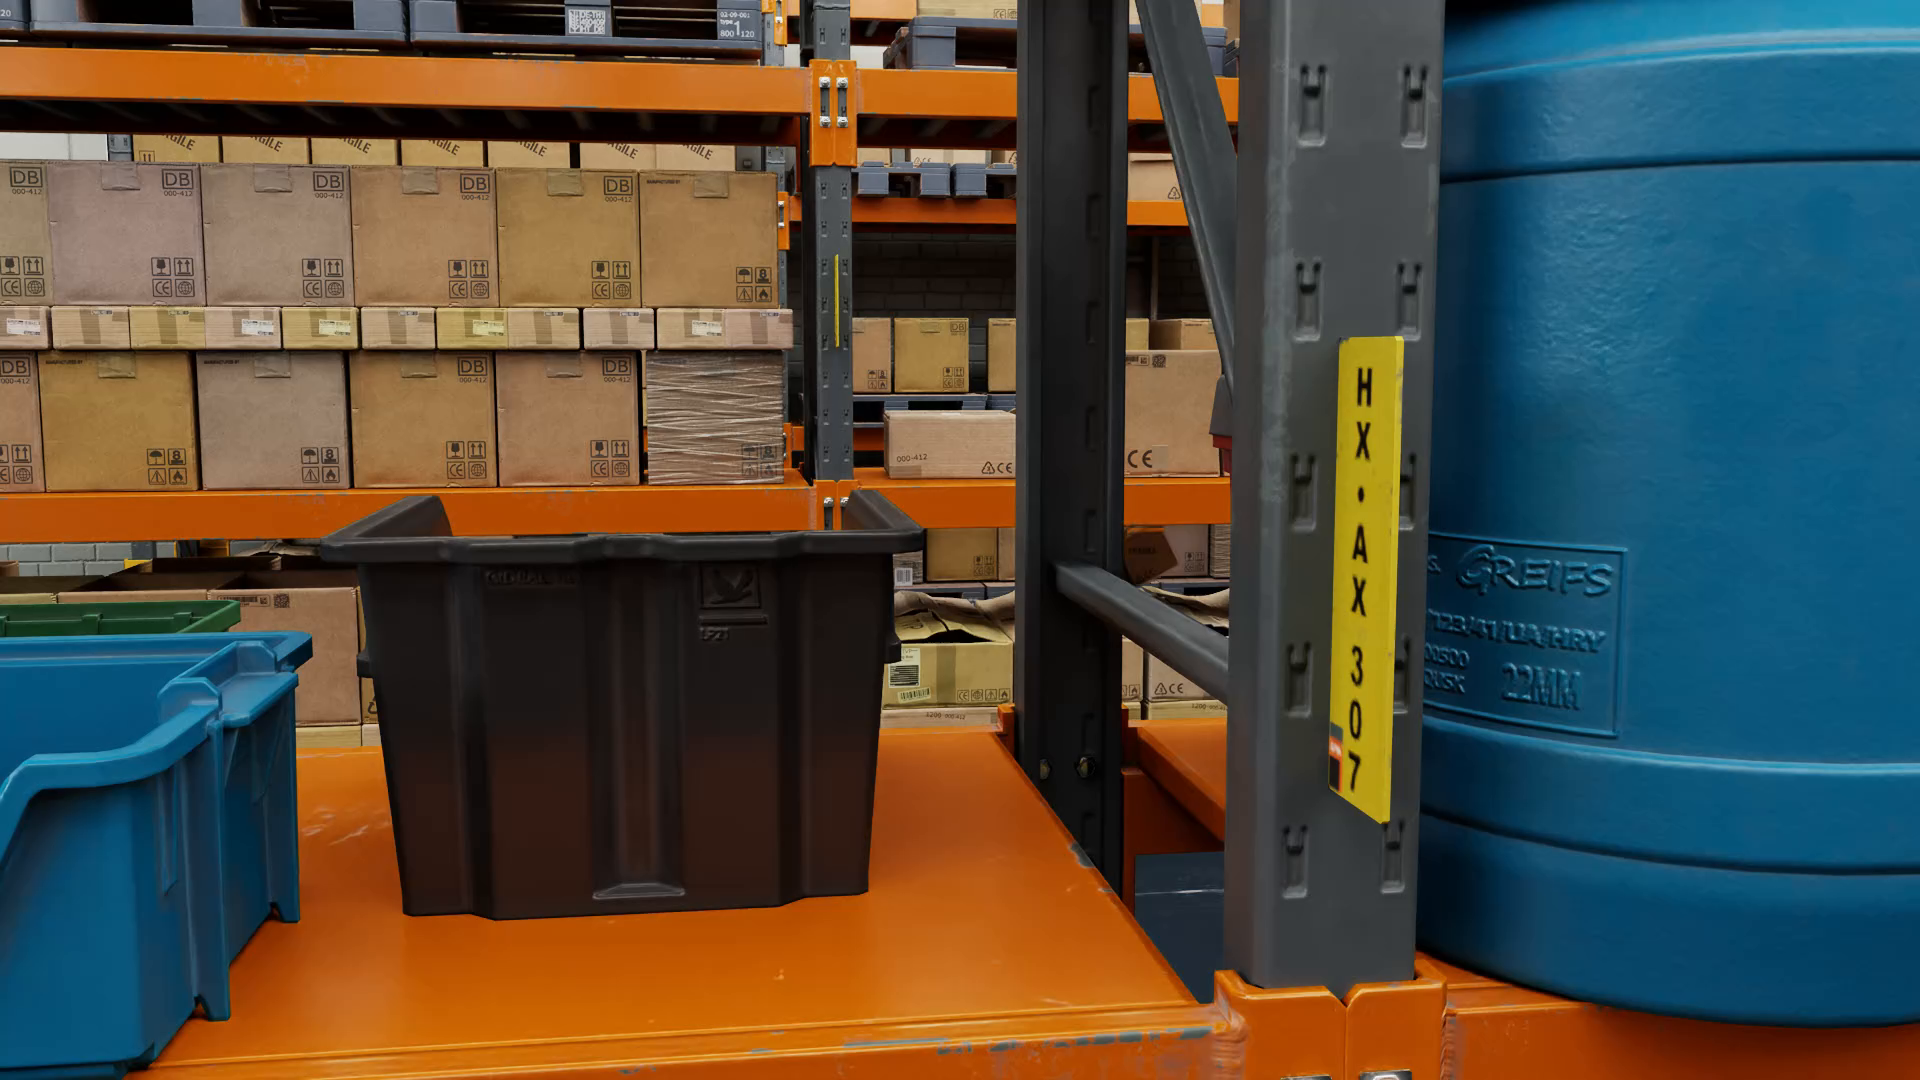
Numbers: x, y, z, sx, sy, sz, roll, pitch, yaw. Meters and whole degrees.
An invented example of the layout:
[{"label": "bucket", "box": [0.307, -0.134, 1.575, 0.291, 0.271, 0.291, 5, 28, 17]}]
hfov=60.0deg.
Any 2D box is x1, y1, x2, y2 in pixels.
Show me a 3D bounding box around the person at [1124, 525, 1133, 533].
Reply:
[{"label": "person", "box": [0.644, -0.040, 8.381, 0.603, 1.769, 0.498, 4, 7, 30]}]
